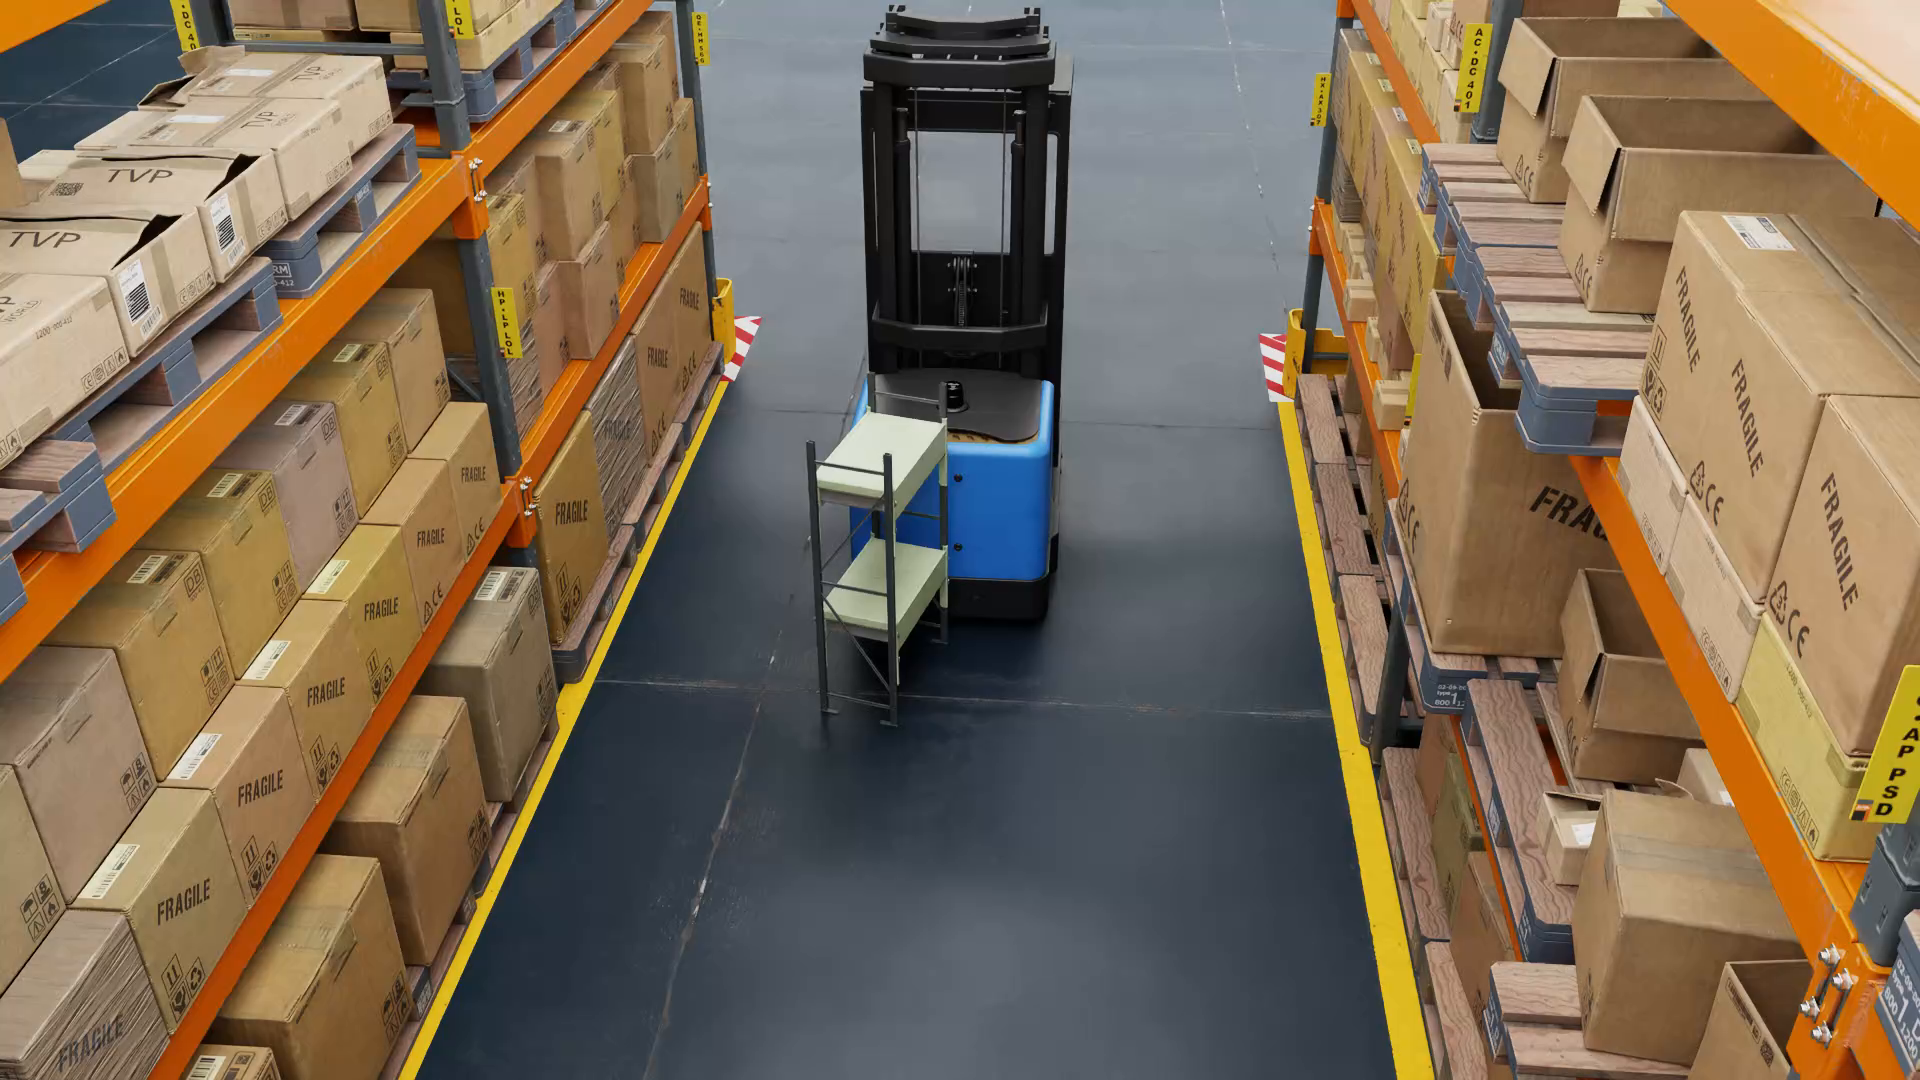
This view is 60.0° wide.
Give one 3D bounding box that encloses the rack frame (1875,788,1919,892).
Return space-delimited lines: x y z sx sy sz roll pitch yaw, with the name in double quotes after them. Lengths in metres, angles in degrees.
2.115 -0.689 2.071 1.000 3.000 0.127 2 32 4 "rack frame"

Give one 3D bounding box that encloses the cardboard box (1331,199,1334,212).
2.505 -2.073 10.274 0.380 0.149 0.250 2 32 4 "cardboard box"

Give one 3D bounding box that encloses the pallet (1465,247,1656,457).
2.203 -0.563 4.905 1.213 0.211 1.003 2 32 4 "pallet"

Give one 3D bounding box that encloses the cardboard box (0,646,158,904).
-2.734 0.633 4.596 0.700 0.500 0.500 2 32 3 "cardboard box"

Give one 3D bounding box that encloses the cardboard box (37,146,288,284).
-2.418 -1.026 5.066 0.500 0.311 0.500 1 32 2 "cardboard box"

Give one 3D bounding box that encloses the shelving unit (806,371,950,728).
-0.372 0.050 8.020 0.431 1.500 0.755 10 33 16 "shelving unit"

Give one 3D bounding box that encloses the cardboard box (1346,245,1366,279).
2.404 -1.551 9.427 0.380 0.149 0.250 2 32 4 "cardboard box"

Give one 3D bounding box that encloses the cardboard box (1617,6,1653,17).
2.748 -2.180 7.112 0.380 0.149 0.250 3 32 5 "cardboard box"

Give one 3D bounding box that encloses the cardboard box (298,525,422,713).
-2.353 0.279 6.124 0.500 0.500 0.500 3 32 5 "cardboard box"

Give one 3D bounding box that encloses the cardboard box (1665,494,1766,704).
1.936 0.132 3.740 0.500 0.250 0.500 2 32 4 "cardboard box"

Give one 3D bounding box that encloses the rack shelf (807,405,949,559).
-0.372 -0.283 7.816 0.431 0.370 0.720 10 33 16 "rack shelf"

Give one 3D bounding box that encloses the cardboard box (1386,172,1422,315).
2.242 -1.330 7.498 0.500 0.500 0.500 2 32 4 "cardboard box"

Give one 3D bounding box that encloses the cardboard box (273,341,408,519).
-2.569 -0.431 6.322 0.700 0.500 0.500 2 32 3 "cardboard box"

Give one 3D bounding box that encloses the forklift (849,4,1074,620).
0.049 -1.577 9.296 1.130 2.935 3.031 2 32 4 "forklift"

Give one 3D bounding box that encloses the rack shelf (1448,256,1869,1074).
2.278 -0.152 4.744 1.077 0.370 4.000 2 32 4 "rack shelf"

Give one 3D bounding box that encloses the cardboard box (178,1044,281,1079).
-2.681 2.064 5.065 1.050 0.750 0.750 2 32 3 "cardboard box"

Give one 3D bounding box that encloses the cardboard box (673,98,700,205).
-2.154 -2.451 10.506 0.875 0.550 0.550 2 32 4 "cardboard box"

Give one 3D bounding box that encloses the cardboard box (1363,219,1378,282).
2.689 -1.675 9.010 0.875 0.500 0.500 2 32 4 "cardboard box"

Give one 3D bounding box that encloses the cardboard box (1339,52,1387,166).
2.402 -2.376 9.195 0.500 0.500 0.500 2 32 4 "cardboard box"

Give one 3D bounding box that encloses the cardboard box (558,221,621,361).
-2.293 -1.315 8.662 0.875 0.550 0.550 2 32 4 "cardboard box"

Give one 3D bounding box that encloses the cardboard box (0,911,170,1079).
-2.515 1.334 4.411 0.500 0.500 0.500 3 32 5 "cardboard box"

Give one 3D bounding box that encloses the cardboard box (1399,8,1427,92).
2.307 -2.229 7.572 0.500 0.250 0.500 2 32 4 "cardboard box"

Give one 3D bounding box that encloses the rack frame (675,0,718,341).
-2.169 -2.583 10.863 1.000 3.000 0.127 2 32 4 "rack frame"

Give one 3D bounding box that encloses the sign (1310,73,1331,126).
2.225 -2.710 10.244 0.100 0.325 0.005 2 32 4 "sign"

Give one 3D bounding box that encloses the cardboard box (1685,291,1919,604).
1.935 -0.196 3.559 0.500 0.500 0.500 2 32 4 "cardboard box"

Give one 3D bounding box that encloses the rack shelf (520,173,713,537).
-2.332 -1.231 9.355 1.077 0.370 4.000 2 32 4 "rack shelf"

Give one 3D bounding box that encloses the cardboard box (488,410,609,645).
-2.374 -0.092 8.445 0.875 0.875 0.875 3 32 5 "cardboard box"

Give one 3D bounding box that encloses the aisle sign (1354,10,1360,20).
2.472 -3.470 9.825 0.394 0.787 0.004 2 32 4 "aisle sign"

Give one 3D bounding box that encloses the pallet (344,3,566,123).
-2.418 -2.158 7.399 1.003 0.211 1.213 2 32 4 "pallet"

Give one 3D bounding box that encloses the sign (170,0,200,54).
-3.048 -2.045 6.563 0.100 0.325 0.005 2 32 4 "sign"

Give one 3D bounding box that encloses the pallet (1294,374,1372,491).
2.659 -0.668 10.414 1.003 0.211 1.213 2 32 4 "pallet"

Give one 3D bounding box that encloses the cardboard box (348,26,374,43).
-2.763 -2.219 7.156 0.380 0.149 0.250 3 32 5 "cardboard box"

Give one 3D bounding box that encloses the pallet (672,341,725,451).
-2.156 -0.975 10.911 1.003 0.211 1.213 2 32 4 "pallet"

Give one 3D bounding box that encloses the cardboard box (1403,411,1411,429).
2.275 -0.503 7.727 0.380 0.149 0.250 2 32 4 "cardboard box"

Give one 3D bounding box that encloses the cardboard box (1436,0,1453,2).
2.317 -2.340 7.372 0.380 0.149 0.250 4 32 6 "cardboard box"

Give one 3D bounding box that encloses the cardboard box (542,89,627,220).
-2.285 -2.053 8.831 0.875 0.550 0.500 2 32 4 "cardboard box"

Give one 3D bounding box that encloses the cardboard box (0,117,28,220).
-2.958 -0.862 4.620 0.500 0.500 0.500 2 32 4 "cardboard box"

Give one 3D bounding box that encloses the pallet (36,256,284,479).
-2.733 -0.520 4.837 1.003 0.211 1.213 4 32 6 "pallet"

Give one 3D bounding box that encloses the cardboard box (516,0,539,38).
-2.085 -2.325 7.328 0.380 0.149 0.250 2 32 4 "cardboard box"

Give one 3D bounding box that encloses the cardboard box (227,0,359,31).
-2.711 -2.321 6.942 0.500 0.250 0.500 2 32 3 "cardboard box"

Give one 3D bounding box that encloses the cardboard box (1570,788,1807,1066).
2.065 1.063 4.451 0.700 0.500 0.500 7 32 11 "cardboard box"

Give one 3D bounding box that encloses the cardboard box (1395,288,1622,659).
2.236 -0.252 6.107 1.000 1.000 1.000 3 32 4 "cardboard box"

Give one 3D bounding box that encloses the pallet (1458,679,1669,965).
2.235 0.910 5.378 1.003 0.211 1.213 2 32 4 "pallet"

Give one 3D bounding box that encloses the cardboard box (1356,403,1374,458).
2.684 -0.793 9.941 0.500 0.500 0.500 11 33 17 "cardboard box"

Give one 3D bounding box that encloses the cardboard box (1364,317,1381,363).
2.302 -1.029 8.580 0.380 0.149 0.250 2 32 4 "cardboard box"

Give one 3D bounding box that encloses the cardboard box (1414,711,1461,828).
2.369 0.970 7.060 0.700 0.500 0.500 0 32 0 "cardboard box"
